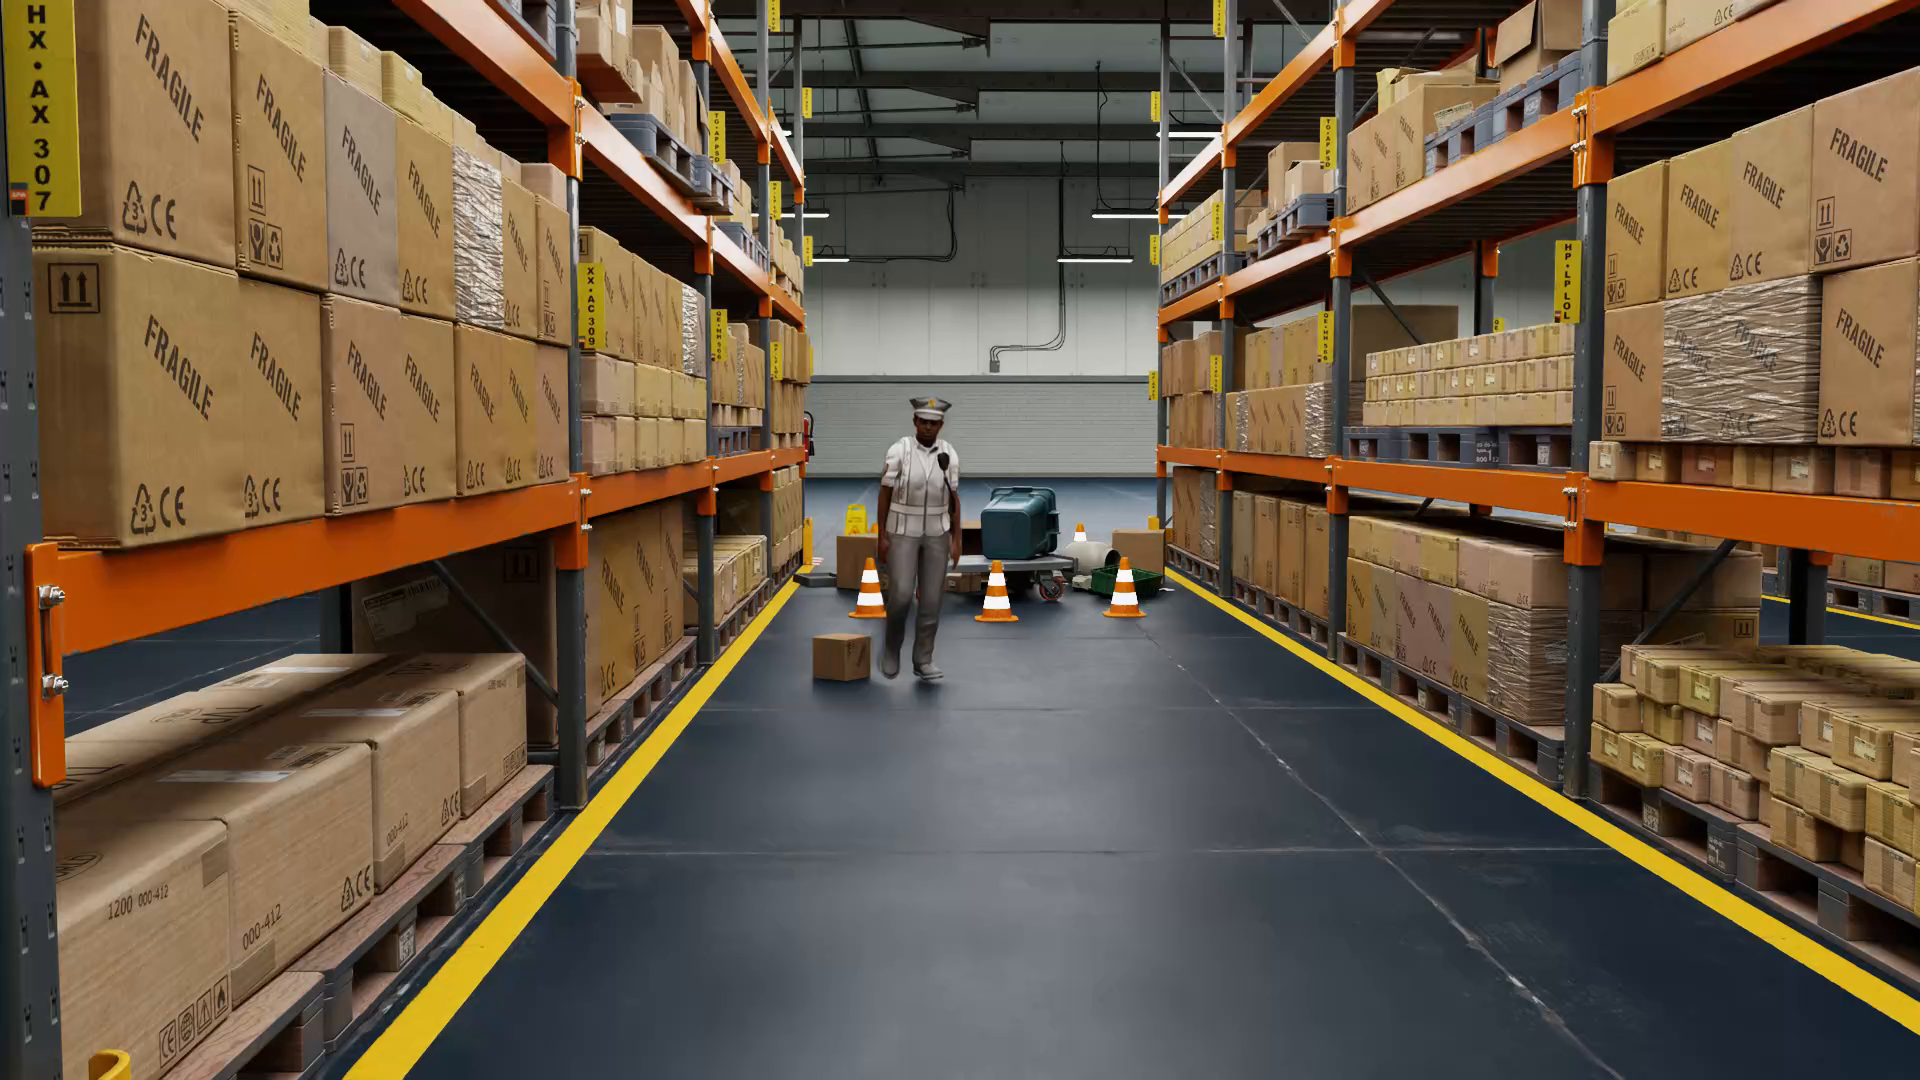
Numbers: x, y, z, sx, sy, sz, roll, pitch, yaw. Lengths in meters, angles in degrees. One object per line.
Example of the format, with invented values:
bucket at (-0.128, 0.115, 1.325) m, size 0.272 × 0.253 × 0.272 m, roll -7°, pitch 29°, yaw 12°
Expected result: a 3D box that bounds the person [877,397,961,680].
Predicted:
person at (-0.246, -0.004, 9.709) m, size 0.476 × 1.654 × 0.494 m, roll -1°, pitch 4°, yaw -18°
